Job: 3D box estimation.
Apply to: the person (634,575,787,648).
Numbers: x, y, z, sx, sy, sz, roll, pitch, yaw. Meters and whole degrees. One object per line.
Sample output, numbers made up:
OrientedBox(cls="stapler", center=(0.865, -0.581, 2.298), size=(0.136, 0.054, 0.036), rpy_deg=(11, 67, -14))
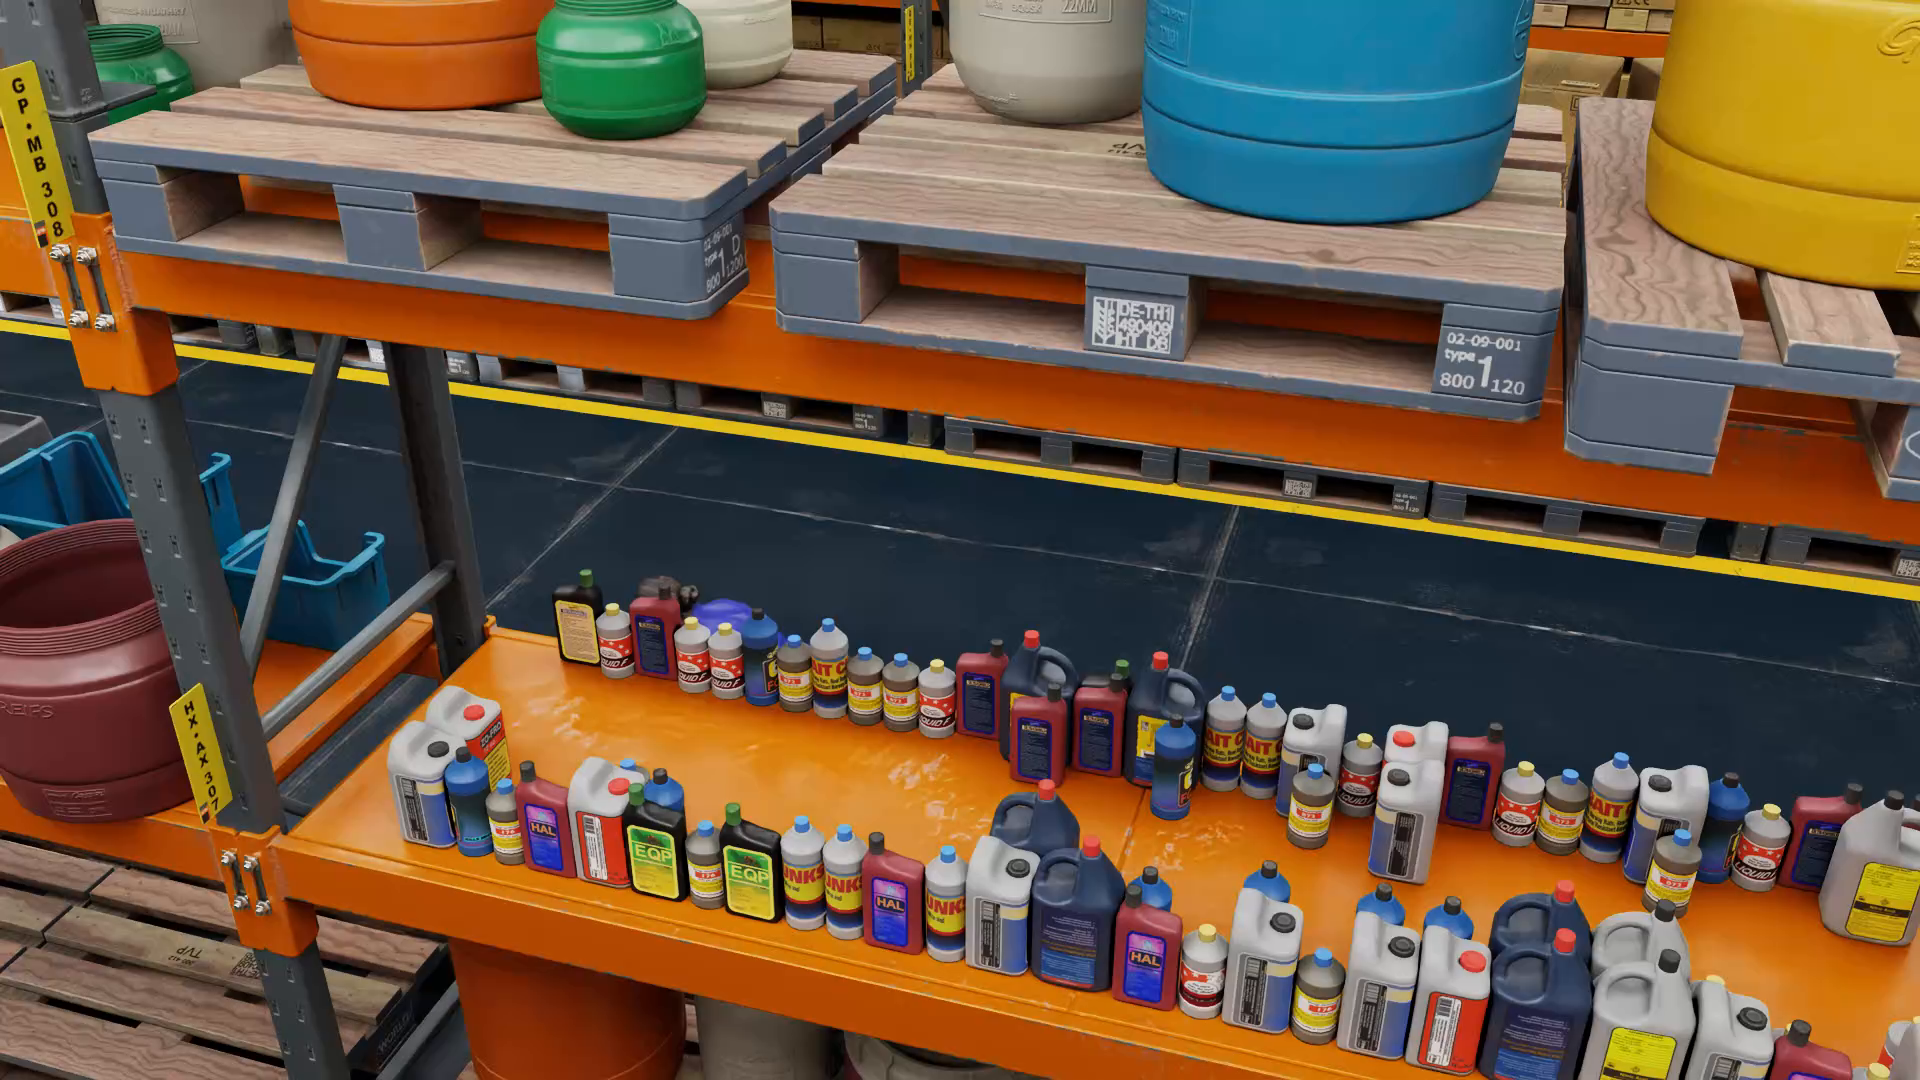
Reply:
OrientedBox(cls="person", center=(-0.830, 0.547, 5.925), size=(0.838, 0.927, 0.473), rpy_deg=(8, 30, 14))
